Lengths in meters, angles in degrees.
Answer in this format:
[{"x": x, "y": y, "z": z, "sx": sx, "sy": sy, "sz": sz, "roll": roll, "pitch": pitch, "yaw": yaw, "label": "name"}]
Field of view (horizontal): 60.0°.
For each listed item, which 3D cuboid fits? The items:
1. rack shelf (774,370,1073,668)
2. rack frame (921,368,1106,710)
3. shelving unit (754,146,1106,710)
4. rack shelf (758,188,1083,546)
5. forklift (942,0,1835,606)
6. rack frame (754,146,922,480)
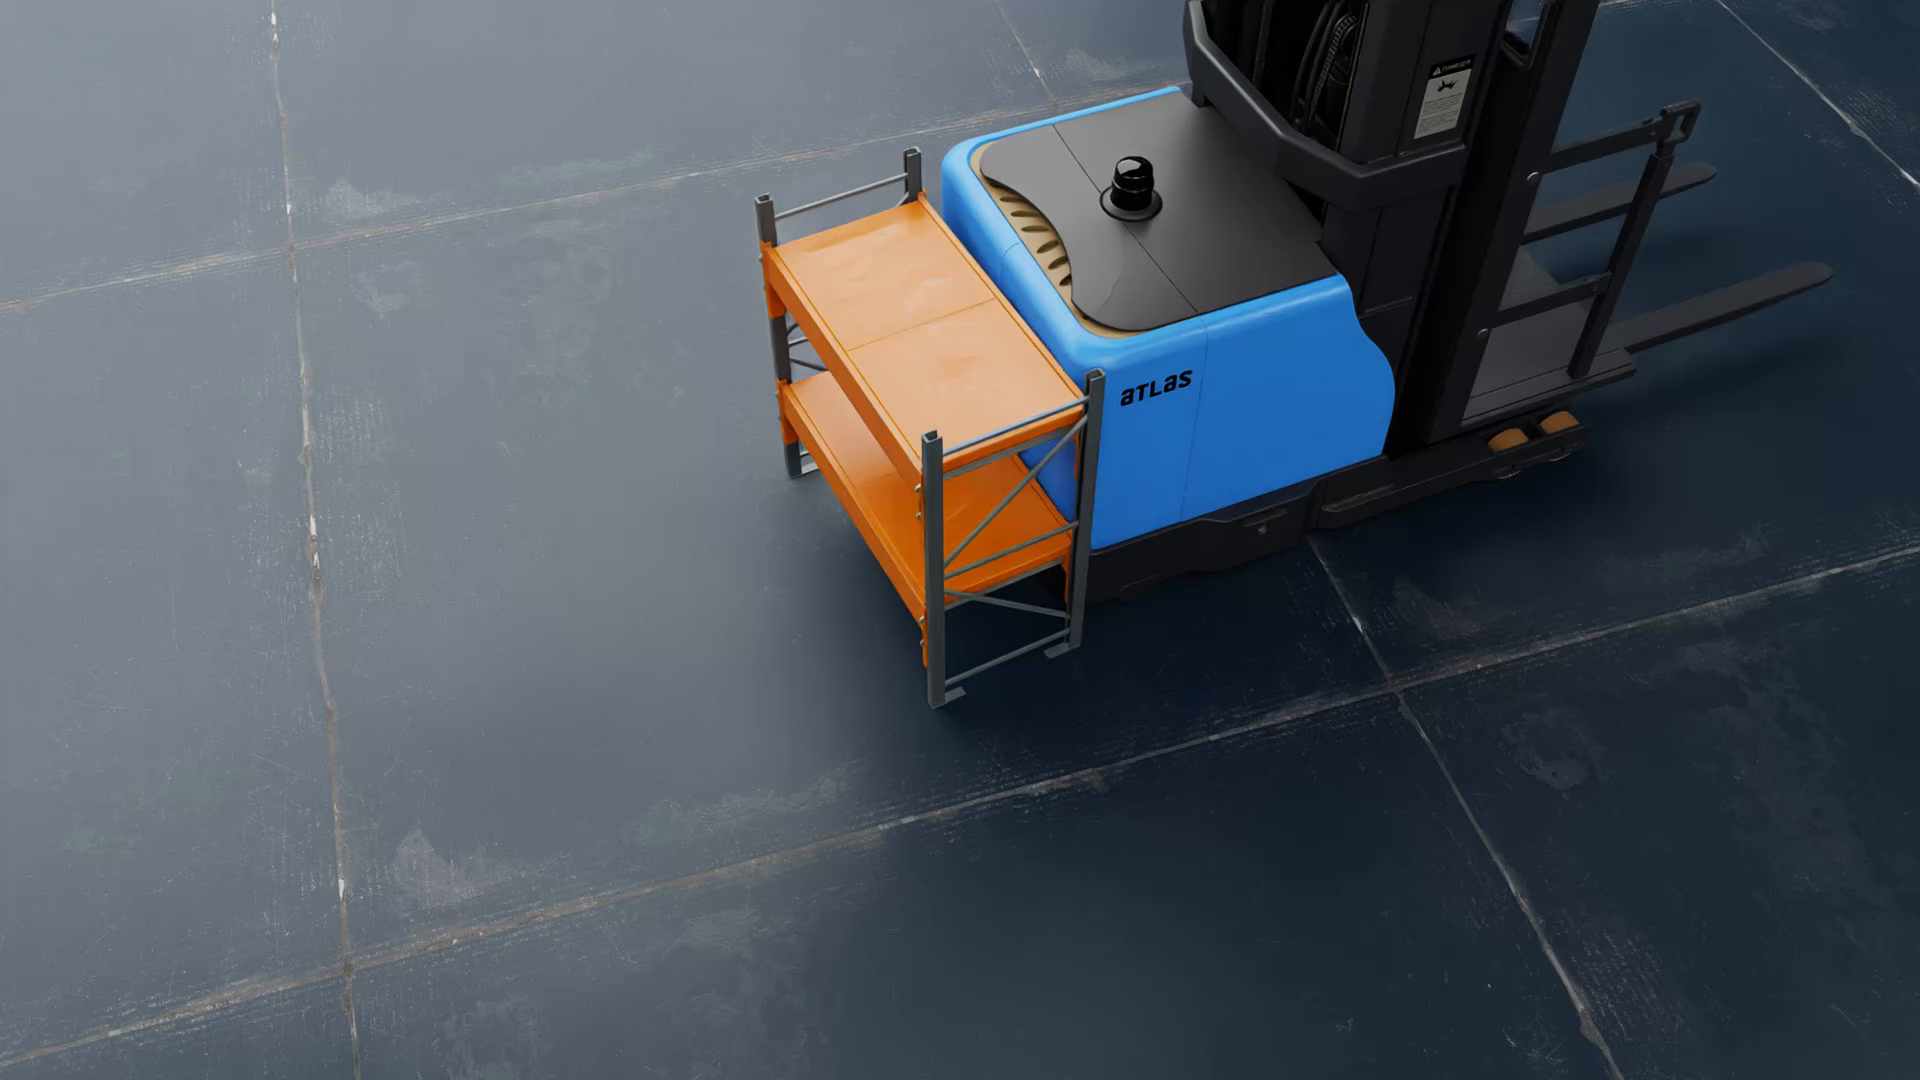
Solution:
[{"x": -0.102, "y": -0.155, "z": 4.965, "sx": 0.538, "sy": 0.278, "sz": 1.000, "roll": -22, "pitch": 53, "yaw": -17, "label": "rack shelf"}, {"x": 0.134, "y": 0.032, "z": 4.488, "sx": 0.500, "sy": 1.125, "sz": 0.032, "roll": -22, "pitch": 53, "yaw": -17, "label": "rack frame"}, {"x": -0.102, "y": -0.313, "z": 4.778, "sx": 0.538, "sy": 1.125, "sz": 1.048, "roll": -22, "pitch": 53, "yaw": -17, "label": "shelving unit"}, {"x": -0.102, "y": -0.501, "z": 4.554, "sx": 0.538, "sy": 0.278, "sz": 1.000, "roll": -22, "pitch": 53, "yaw": -17, "label": "rack shelf"}, {"x": 1.498, "y": -1.500, "z": 4.598, "sx": 3.031, "sy": 2.935, "sz": 1.130, "roll": -18, "pitch": 52, "yaw": -15, "label": "forklift"}, {"x": -0.338, "y": -0.657, "z": 5.068, "sx": 0.500, "sy": 1.125, "sz": 0.032, "roll": -22, "pitch": 53, "yaw": -17, "label": "rack frame"}]
